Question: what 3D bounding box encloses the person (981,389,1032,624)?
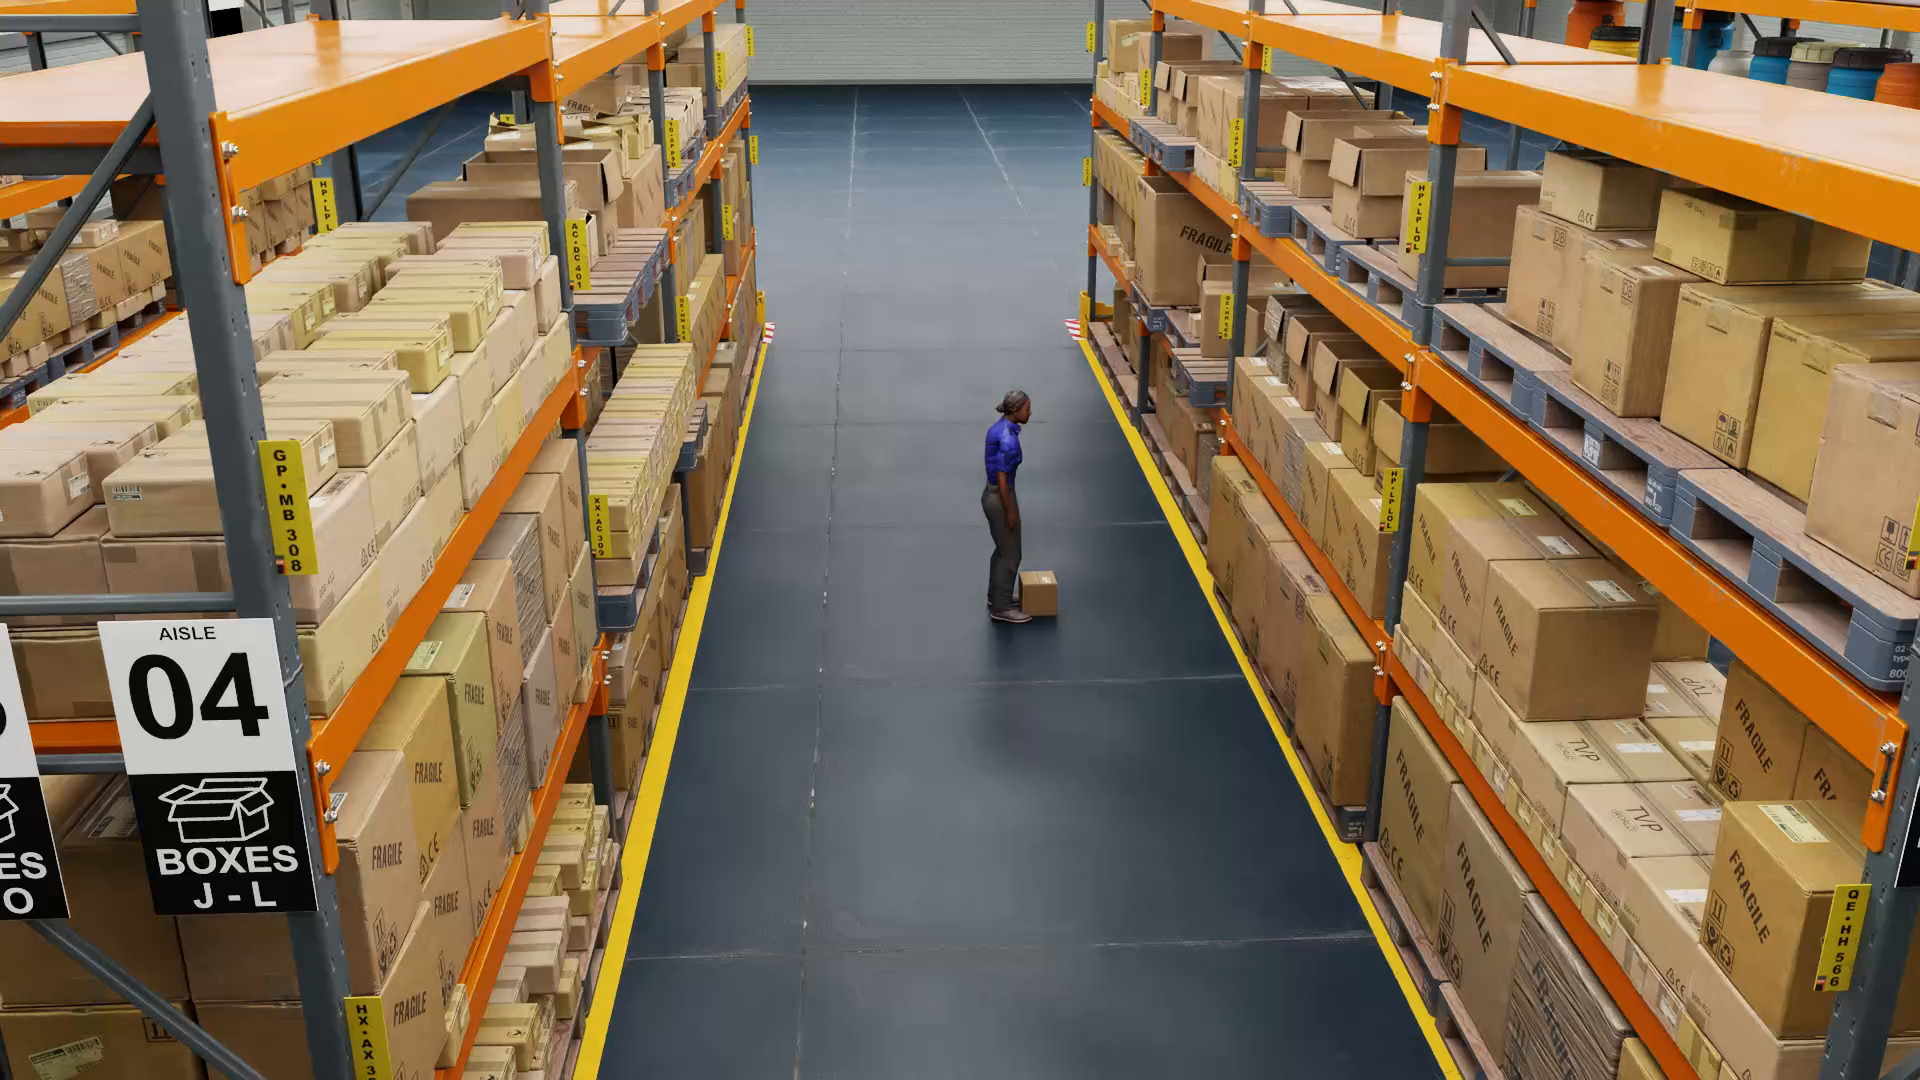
[{"bbox_3d":[0.327,-0.259,11.778,0.349,1.654,0.503,-1,21,-3],"label":"person"}]
